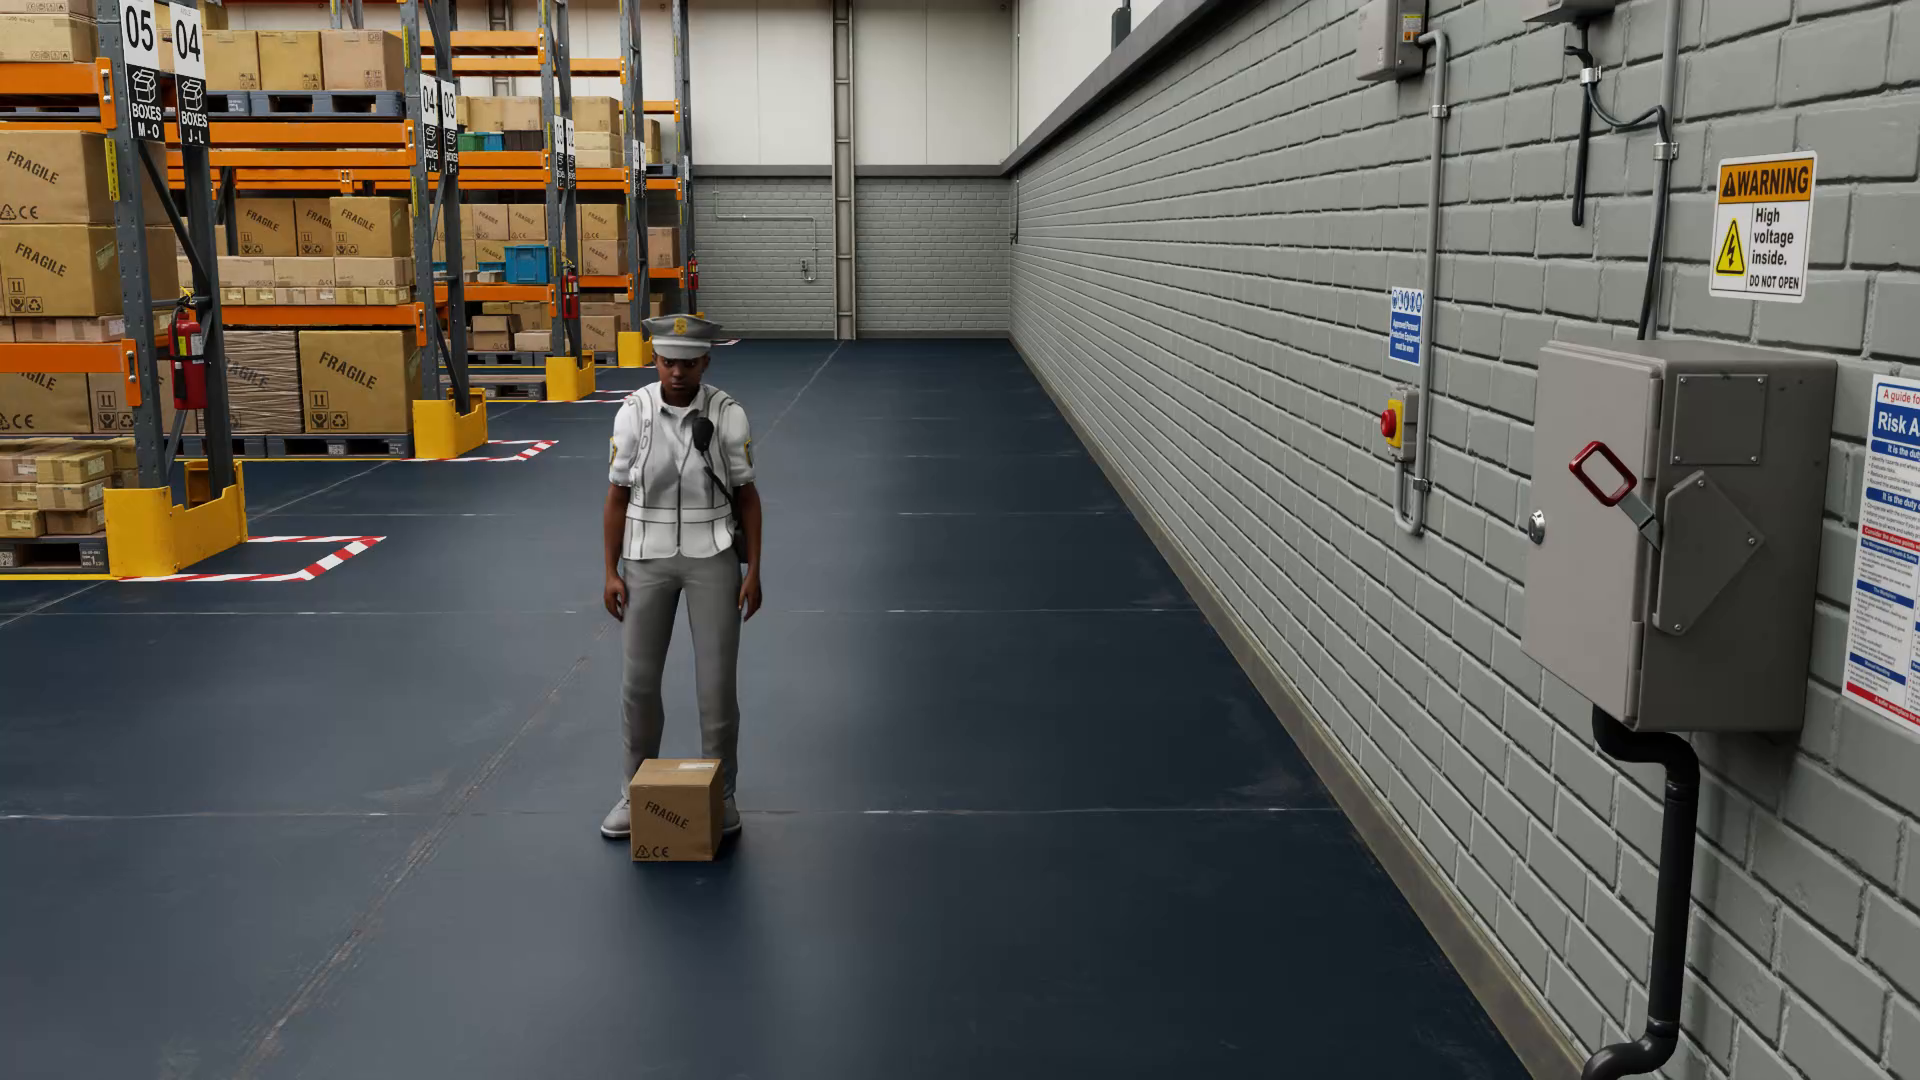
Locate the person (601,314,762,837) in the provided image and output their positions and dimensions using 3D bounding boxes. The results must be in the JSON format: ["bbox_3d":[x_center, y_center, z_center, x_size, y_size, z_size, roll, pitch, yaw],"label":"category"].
[{"bbox_3d":[-0.898,0.109,5.319,0.531,1.664,0.391,-1,11,-4],"label":"person"}]
